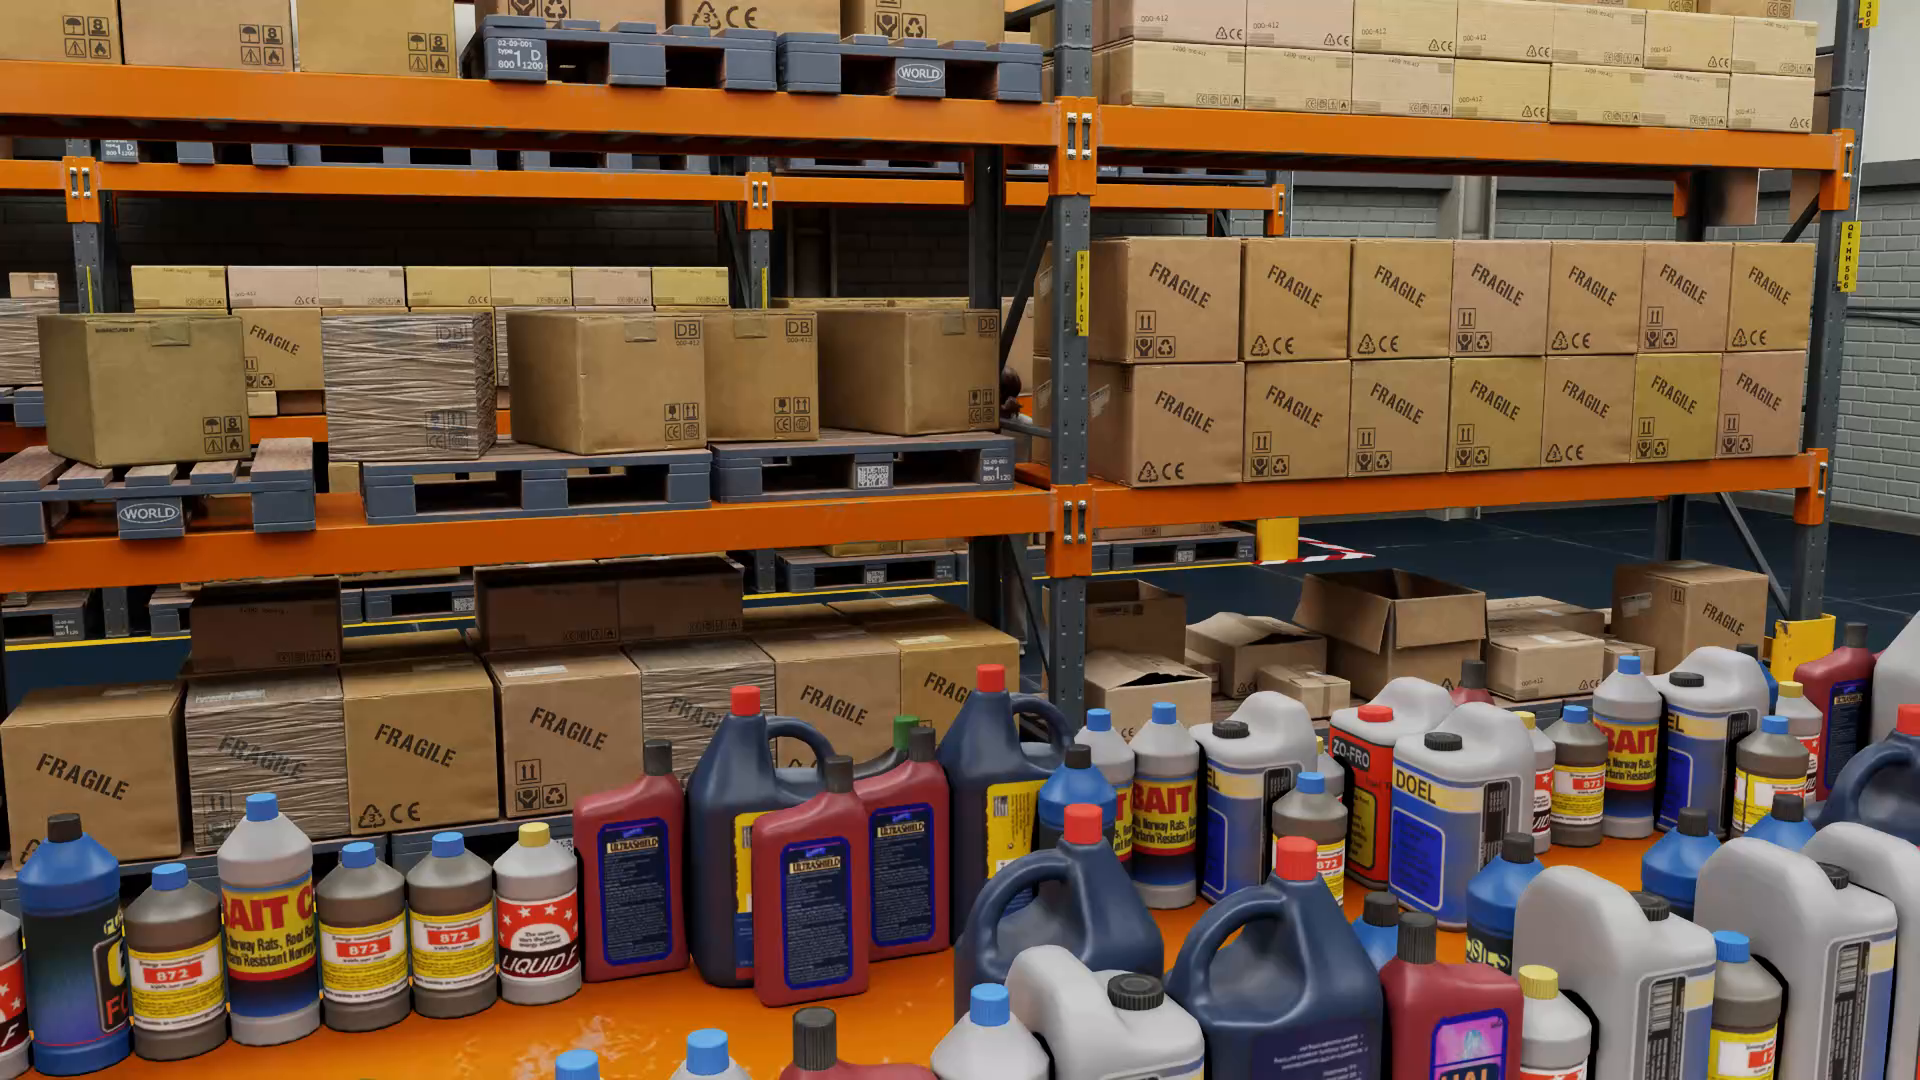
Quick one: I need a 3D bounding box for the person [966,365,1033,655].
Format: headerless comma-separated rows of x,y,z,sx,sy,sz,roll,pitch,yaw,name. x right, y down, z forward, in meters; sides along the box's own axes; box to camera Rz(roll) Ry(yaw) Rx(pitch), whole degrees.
0.207,-0.152,9.445,0.436,1.641,0.560,-3,10,-20,person
